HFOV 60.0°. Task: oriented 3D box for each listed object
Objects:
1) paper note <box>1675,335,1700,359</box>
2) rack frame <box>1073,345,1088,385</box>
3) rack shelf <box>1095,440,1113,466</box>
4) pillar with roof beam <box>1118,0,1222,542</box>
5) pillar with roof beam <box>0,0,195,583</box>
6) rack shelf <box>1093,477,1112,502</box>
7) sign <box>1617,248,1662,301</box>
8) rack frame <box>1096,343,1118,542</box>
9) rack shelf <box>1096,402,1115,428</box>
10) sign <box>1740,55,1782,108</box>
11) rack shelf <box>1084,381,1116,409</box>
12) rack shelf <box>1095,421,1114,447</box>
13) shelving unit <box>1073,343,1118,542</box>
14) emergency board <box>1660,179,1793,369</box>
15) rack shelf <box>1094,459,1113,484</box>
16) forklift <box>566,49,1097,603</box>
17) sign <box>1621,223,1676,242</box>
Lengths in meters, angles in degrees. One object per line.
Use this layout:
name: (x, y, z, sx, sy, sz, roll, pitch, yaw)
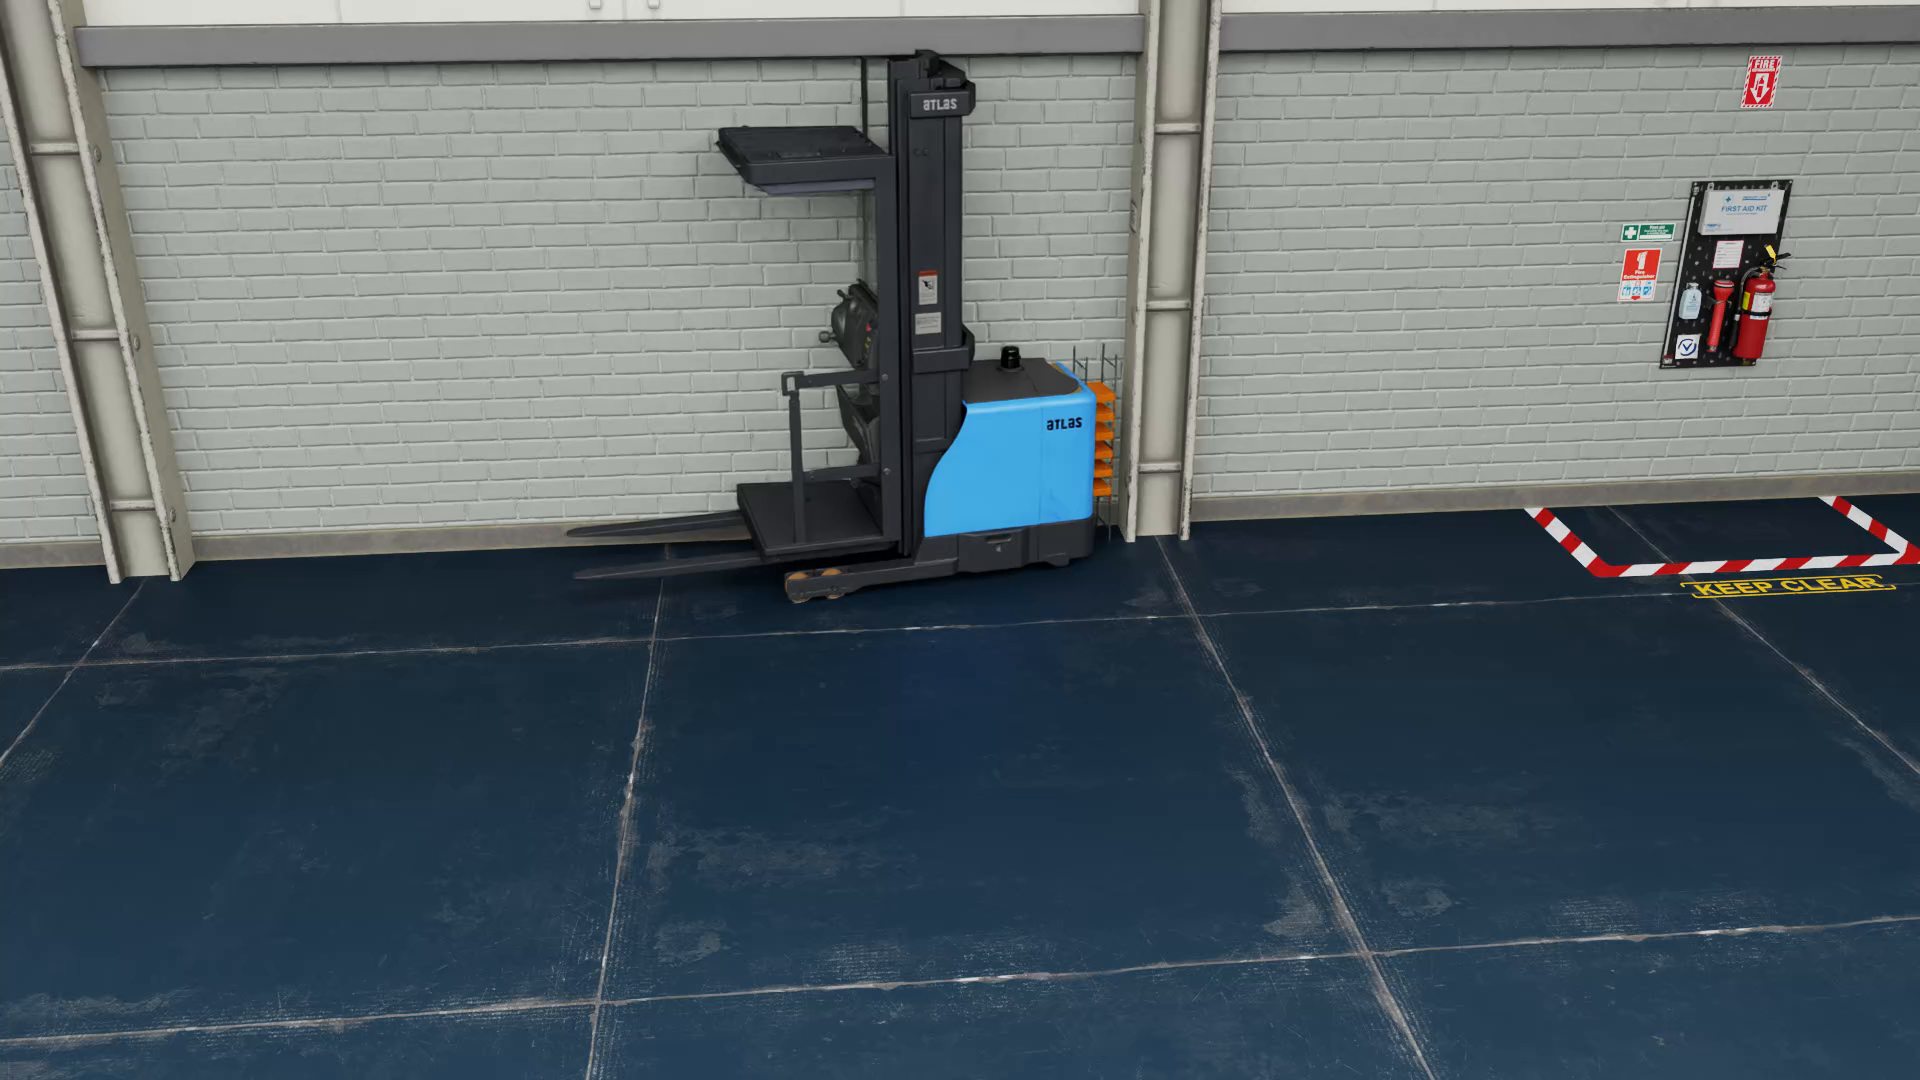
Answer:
paper note: (4.528, -1.202, 10.346, 0.142, 0.148, 0.016, -2, 24, -5)
rack frame: (0.711, -0.563, 10.040, 0.006, 1.200, 0.240, -7, 25, -14)
rack shelf: (0.799, -0.533, 10.080, 0.180, 0.103, 0.258, -7, 25, -14)
pillar with roof beam: (1.626, -2.429, 4.635, 0.400, 9.000, 9.100, -2, 24, -5)
pillar with roof beam: (-4.345, -2.189, 4.096, 0.400, 9.000, 9.100, -2, 24, -5)
rack shelf: (0.799, -0.313, 10.178, 0.180, 0.103, 0.258, -7, 25, -14)
sign: (4.151, -1.620, 10.157, 0.234, 0.329, 0.001, -2, 24, -5)
rack frame: (0.887, -0.583, 10.085, 0.006, 1.200, 0.240, -7, 25, -14)
rack shelf: (0.799, -0.752, 9.983, 0.180, 0.103, 0.258, -7, 25, -14)
sign: (4.693, -2.683, 9.739, 0.199, 0.298, 0.001, -2, 24, -5)
rack shelf: (0.800, -0.862, 9.934, 0.180, 0.103, 0.258, -7, 25, -14)
rack shelf: (0.799, -0.642, 10.032, 0.180, 0.103, 0.258, -7, 25, -14)
shelving unit: (0.799, -0.573, 10.062, 0.189, 1.200, 0.258, -7, 25, -14)
emergency board: (4.711, -1.584, 10.120, 0.643, 1.169, 0.194, -2, 24, -5)
rack shelf: (0.799, -0.423, 10.129, 0.180, 0.103, 0.258, -7, 25, -14)
forklift: (-0.777, -1.221, 9.389, 3.031, 2.935, 1.130, -7, 25, -14)
sign: (4.156, -1.858, 10.042, 0.331, 0.109, 0.001, -2, 24, -5)
